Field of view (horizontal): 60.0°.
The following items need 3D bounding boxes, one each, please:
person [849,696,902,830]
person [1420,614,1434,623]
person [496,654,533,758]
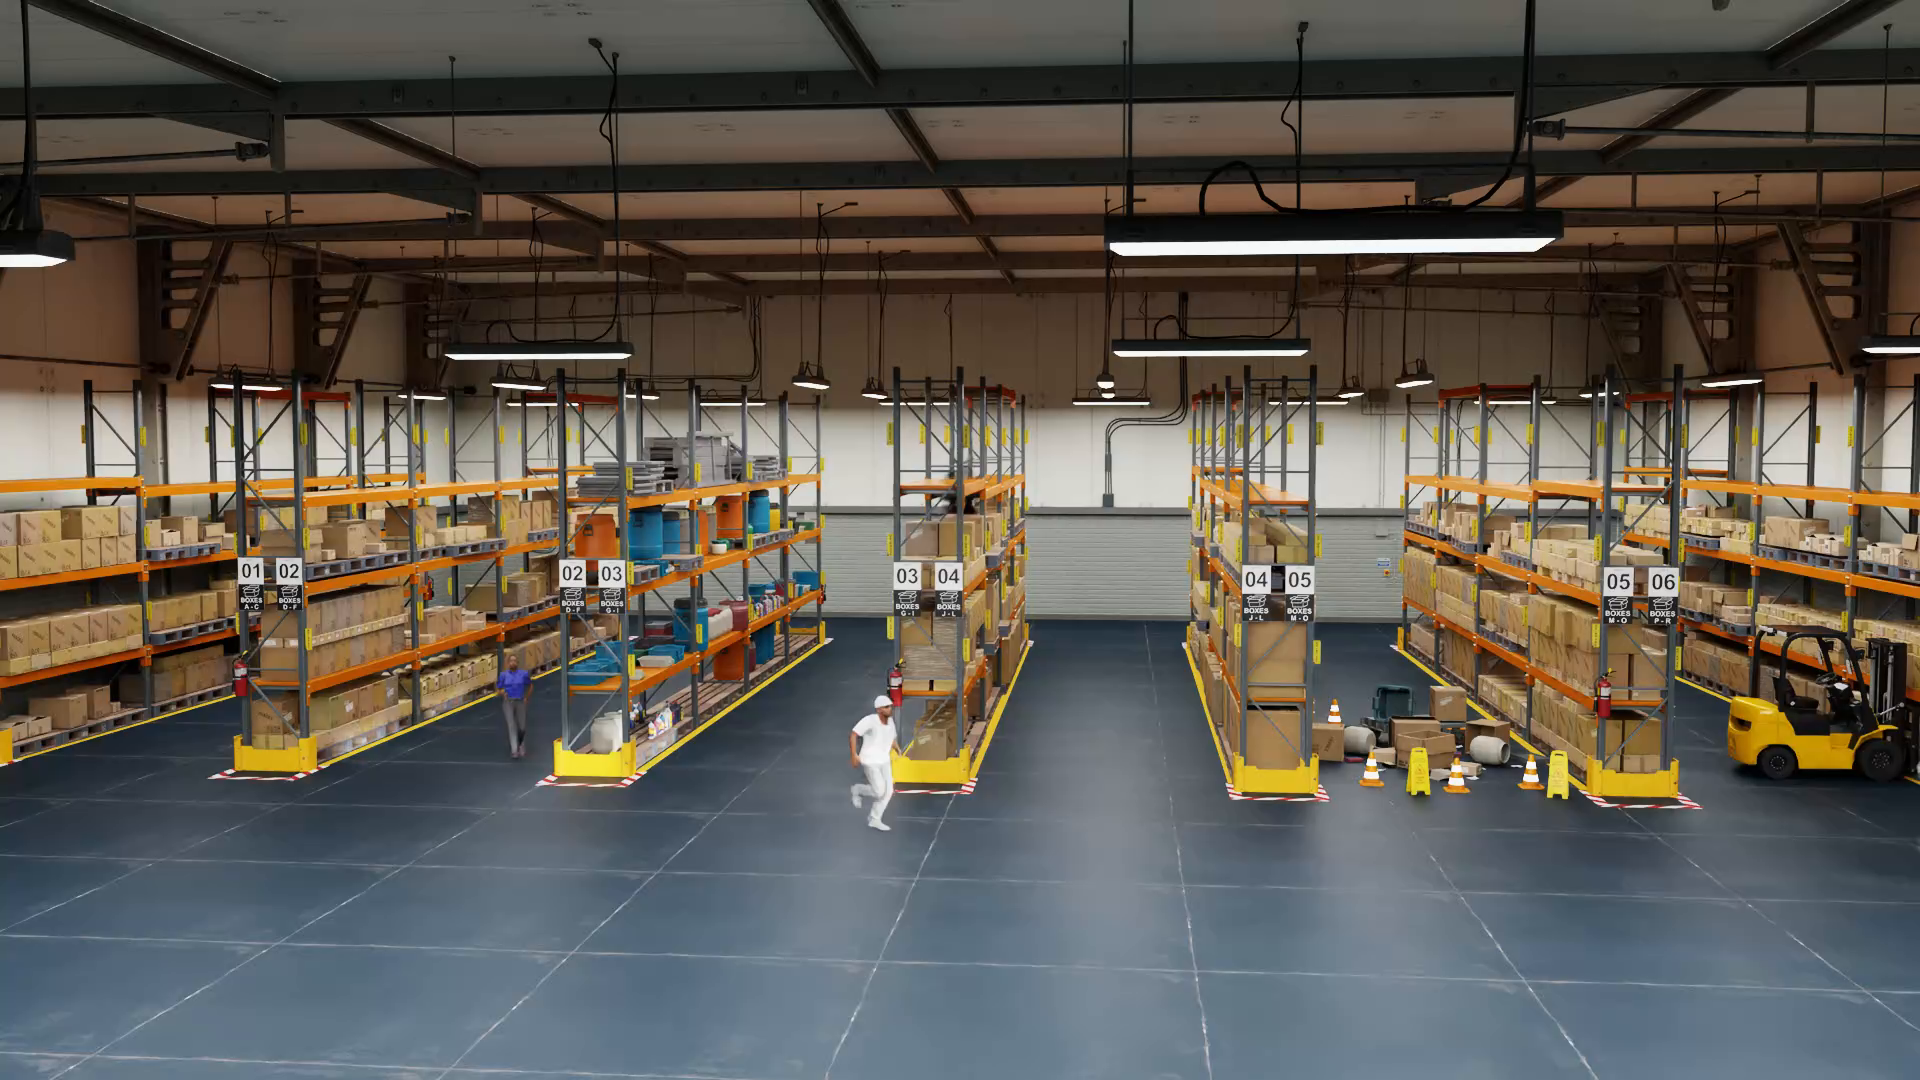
[{"bbox_3d":[-1.099,2.841,21.313,0.698,1.717,0.741,3,5,40],"label":"person"},{"bbox_3d":[11.350,1.667,40.189,0.849,1.664,0.573,3,4,37],"label":"person"},{"bbox_3d":[-6.901,2.584,25.787,0.565,1.613,0.548,-1,4,-15],"label":"person"}]
